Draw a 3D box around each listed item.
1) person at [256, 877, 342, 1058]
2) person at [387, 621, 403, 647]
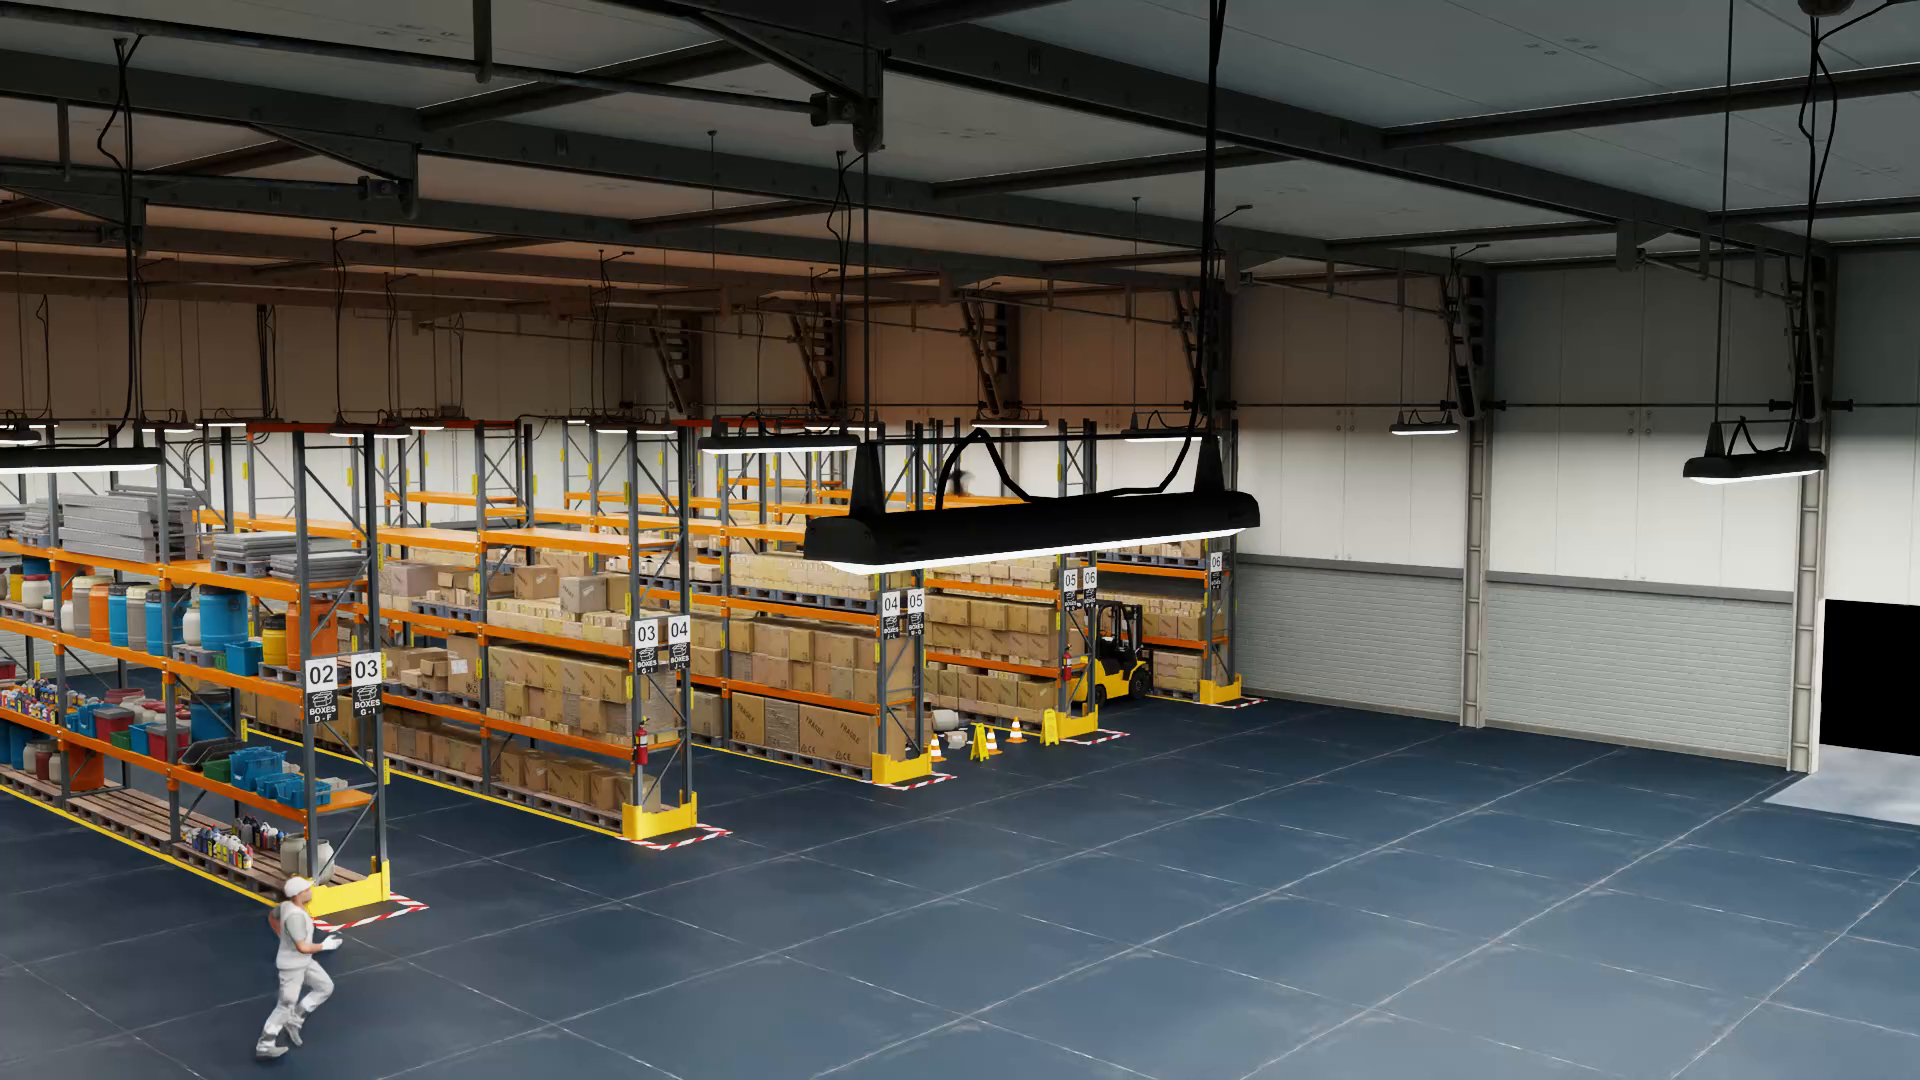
[{"bbox_3d":[-6.426,4.110,16.173,0.811,1.724,0.659,-1,5,-15],"label":"person"},{"bbox_3d":[-13.752,2.242,40.812,0.536,1.542,0.688,0,5,1],"label":"person"}]
